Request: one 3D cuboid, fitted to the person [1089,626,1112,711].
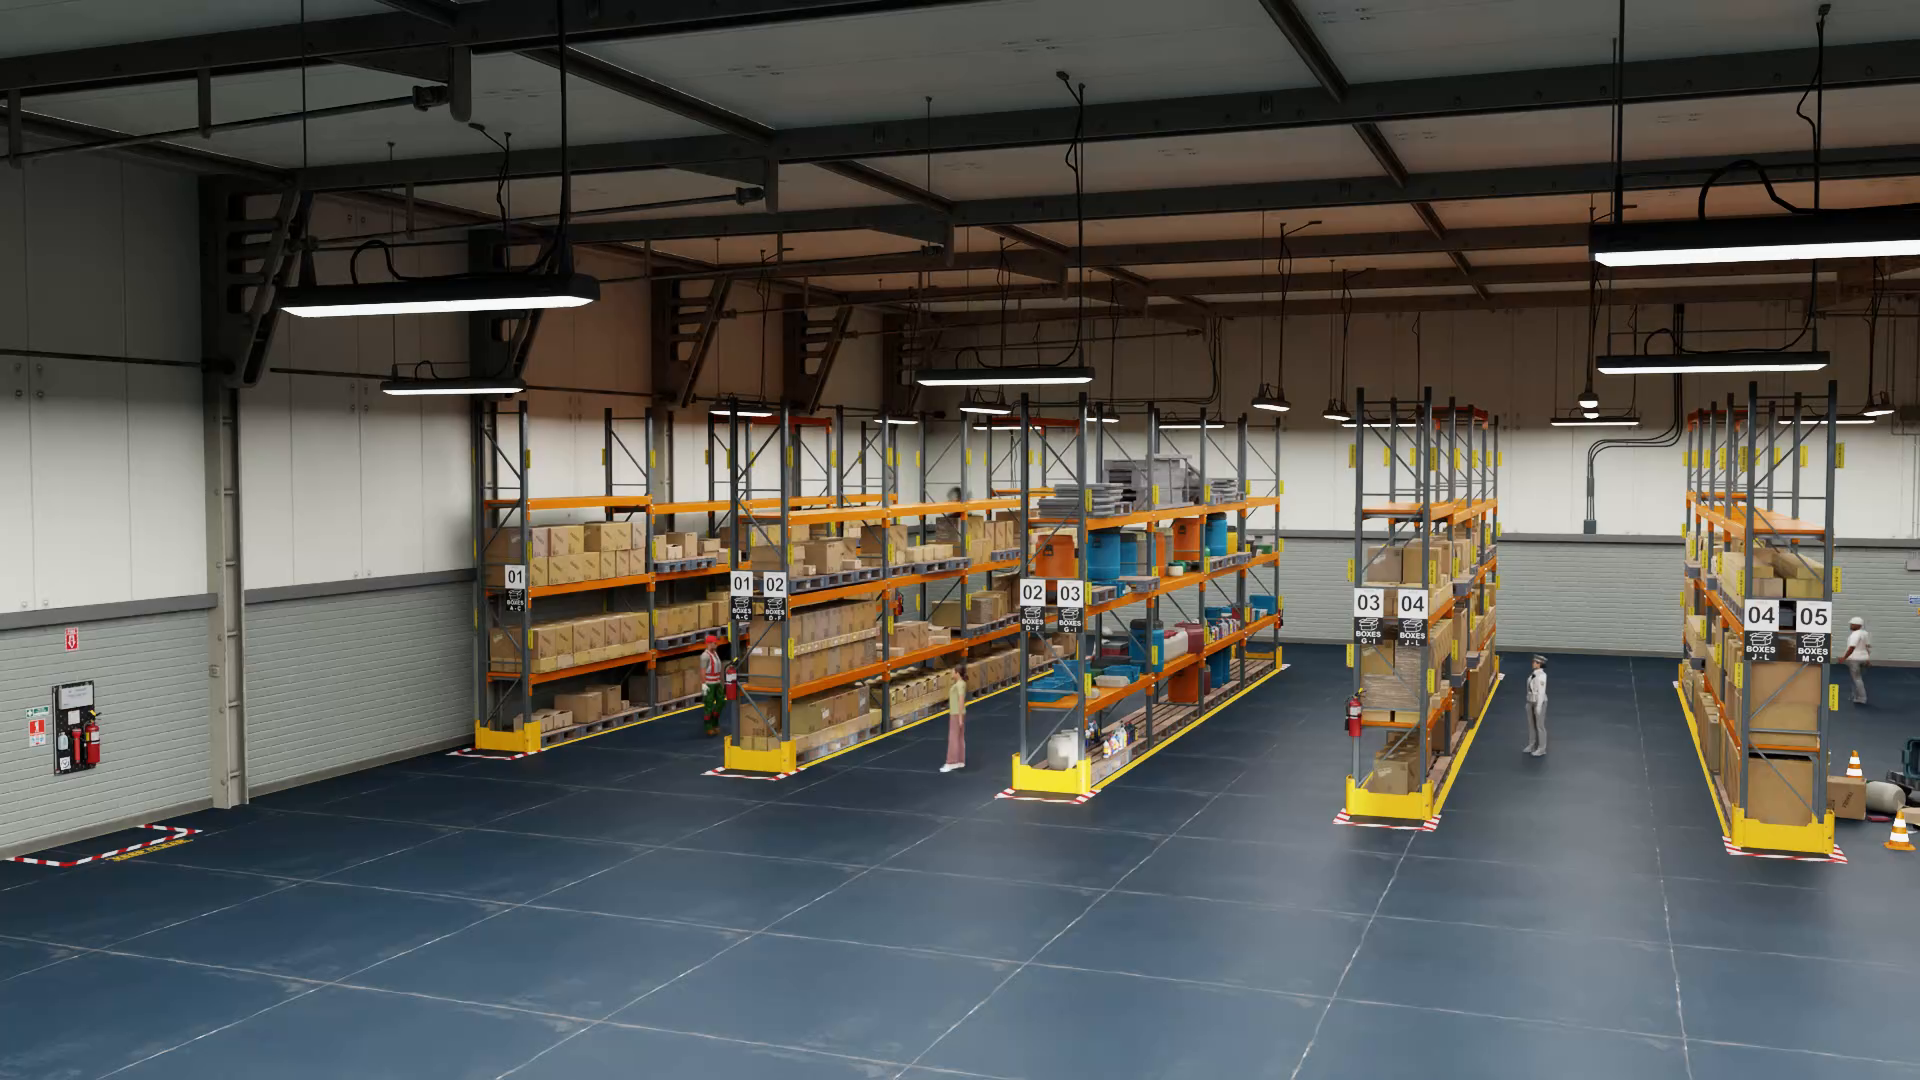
[{"bbox_3d":[2.798,2.569,33.056,0.531,1.710,0.744,-2,3,-30],"label":"person"}]

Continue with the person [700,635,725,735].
[{"bbox_3d":[-4.520,2.663,30.301,0.381,1.857,0.616,1,3,21],"label":"person"}]

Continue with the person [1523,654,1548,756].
[{"bbox_3d":[9.772,2.778,28.192,0.384,1.698,0.513,-1,3,-11],"label":"person"}]

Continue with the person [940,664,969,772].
[{"bbox_3d":[-0.079,2.863,26.889,0.443,1.700,0.566,0,3,6],"label":"person"}]

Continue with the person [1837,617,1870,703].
[{"bbox_3d":[18.364,2.471,34.075,0.692,1.786,0.635,-1,3,-12],"label":"person"}]
